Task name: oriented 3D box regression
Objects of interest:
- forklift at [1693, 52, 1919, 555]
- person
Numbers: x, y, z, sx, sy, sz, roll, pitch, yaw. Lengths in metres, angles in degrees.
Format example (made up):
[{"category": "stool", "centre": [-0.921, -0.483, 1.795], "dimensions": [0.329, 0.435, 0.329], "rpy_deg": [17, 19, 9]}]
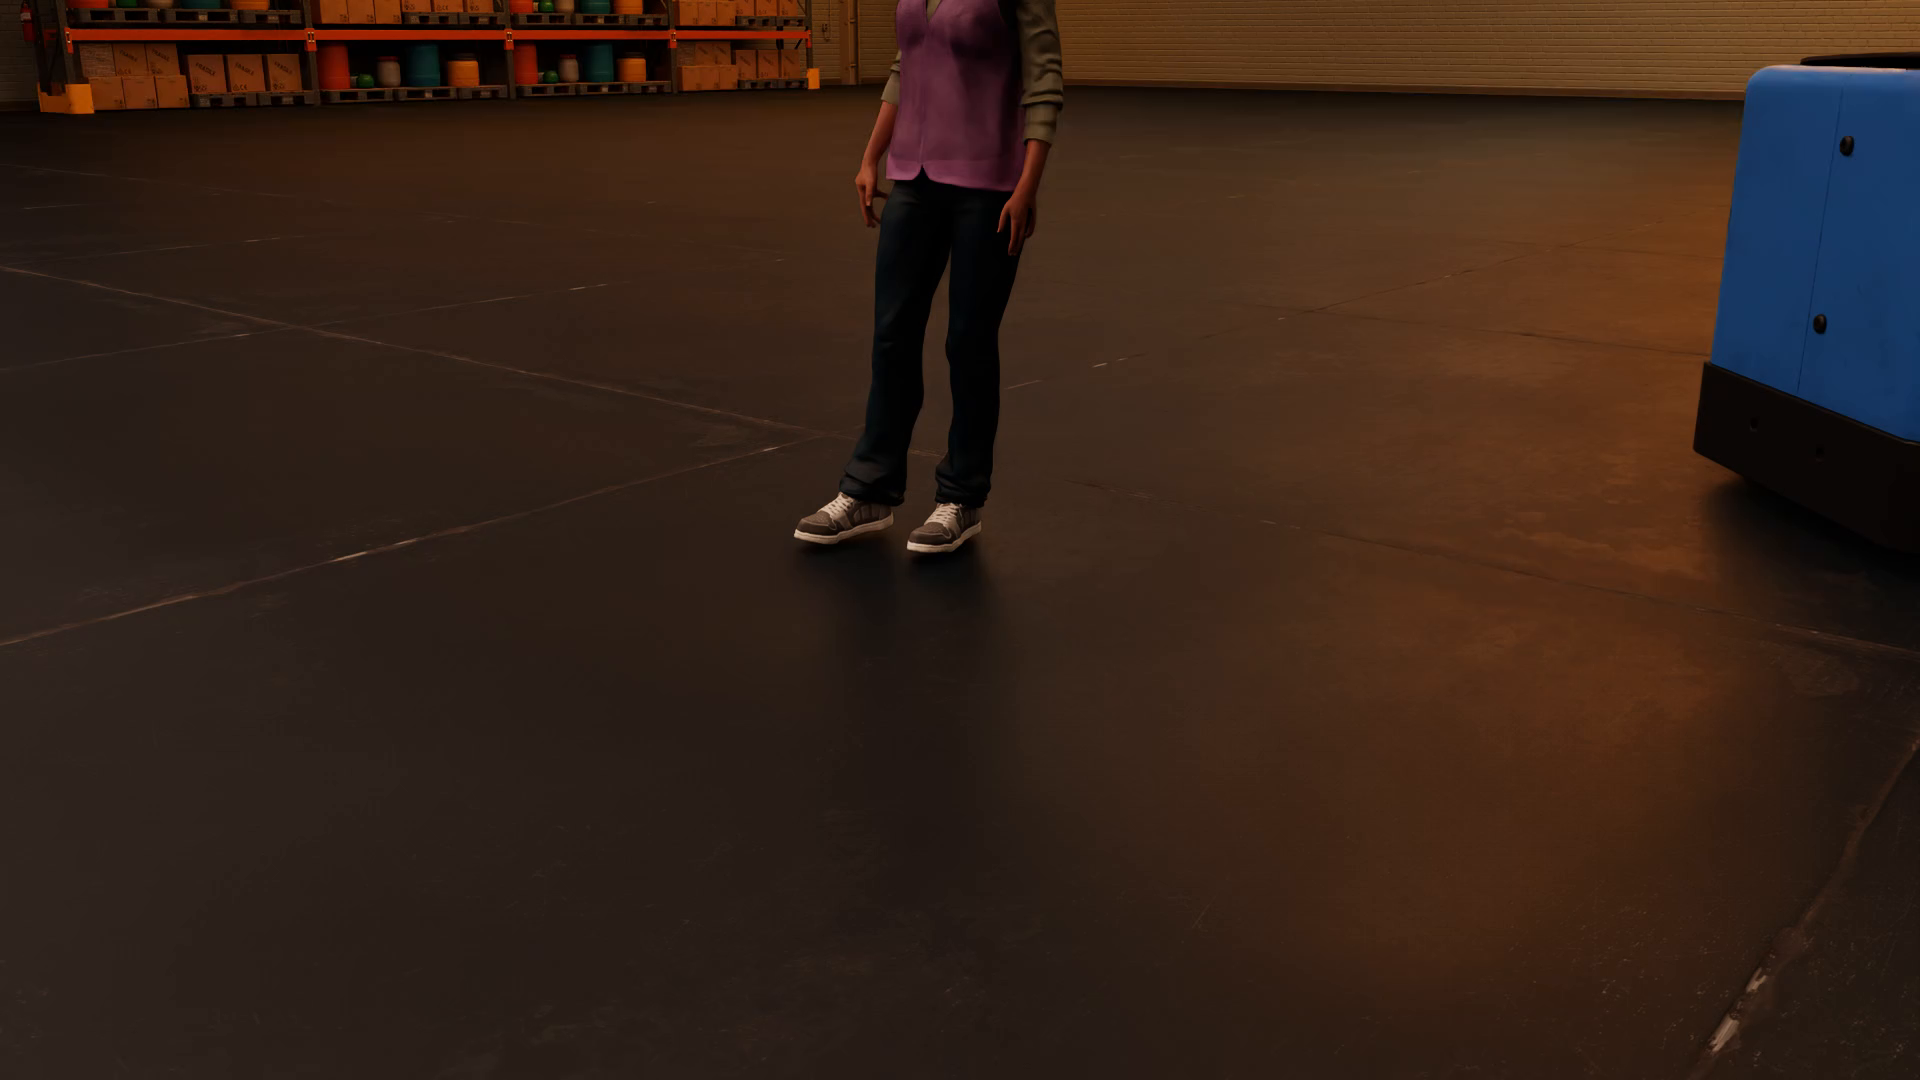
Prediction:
[{"category": "forklift", "centre": [3.511, -1.467, 3.729], "dimensions": [3.031, 2.935, 1.130], "rpy_deg": [-1, 17, -3]}, {"category": "person", "centre": [-0.058, -0.757, 3.661], "dimensions": [0.521, 1.599, 0.473], "rpy_deg": [13, 21, 37]}]
